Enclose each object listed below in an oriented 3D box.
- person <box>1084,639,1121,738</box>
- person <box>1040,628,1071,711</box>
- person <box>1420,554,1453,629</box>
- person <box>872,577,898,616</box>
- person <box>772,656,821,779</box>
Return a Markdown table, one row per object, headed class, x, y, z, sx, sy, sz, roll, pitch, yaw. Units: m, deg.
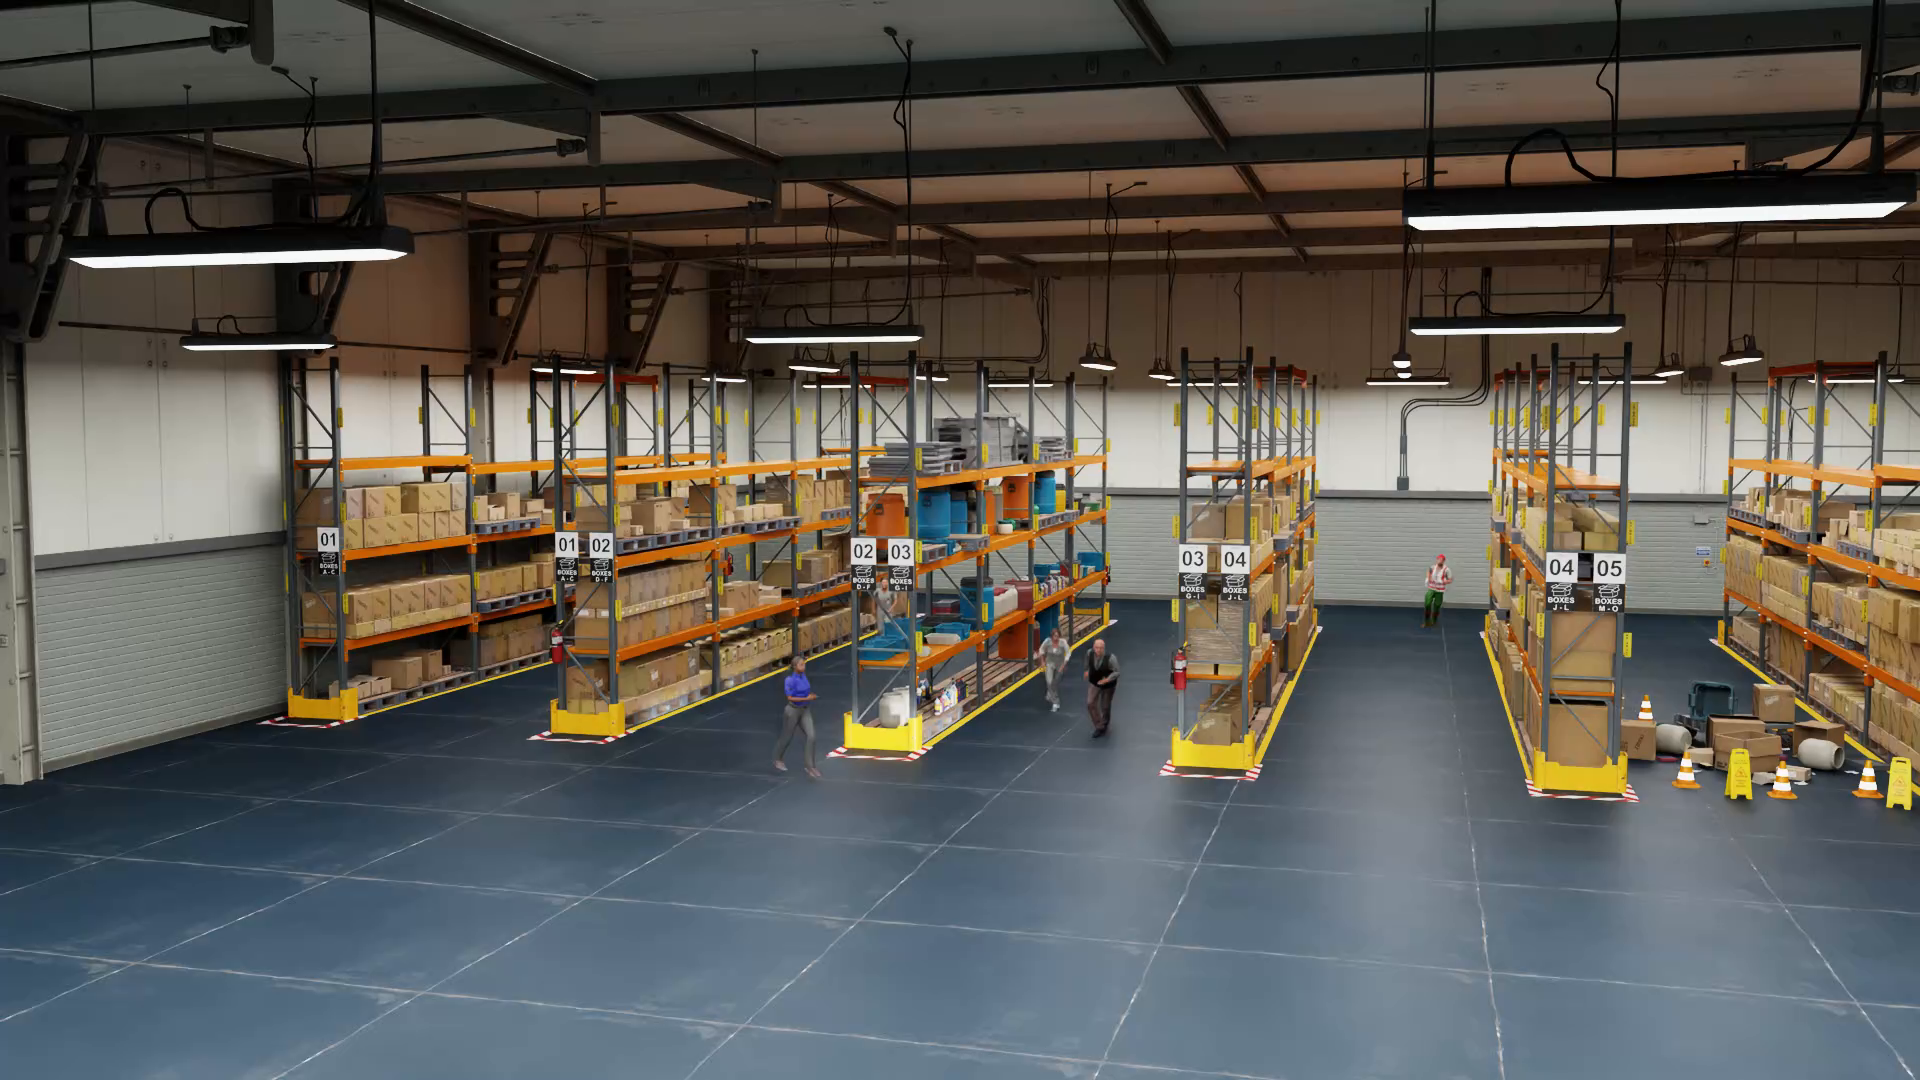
| class | x | y | z | sx | sy | sz | roll | pitch | yaw |
| --- | --- | --- | --- | --- | --- | --- | --- | --- | --- |
| person | 2.256 | 2.285 | 26.160 | 0.669 | 1.554 | 1.065 | 1 | 4 | 19 |
| person | 1.637 | 2.197 | 28.679 | 0.538 | 1.446 | 0.952 | 0 | 4 | 1 |
| person | 11.375 | 1.225 | 39.554 | 0.709 | 1.812 | 0.678 | 2 | 5 | 29 |
| person | -1.623 | 1.577 | 35.857 | 0.560 | 1.604 | 0.628 | 0 | 4 | -1 |
| person | -2.304 | 2.456 | 23.213 | 0.845 | 1.694 | 0.533 | 4 | 6 | 42 |
